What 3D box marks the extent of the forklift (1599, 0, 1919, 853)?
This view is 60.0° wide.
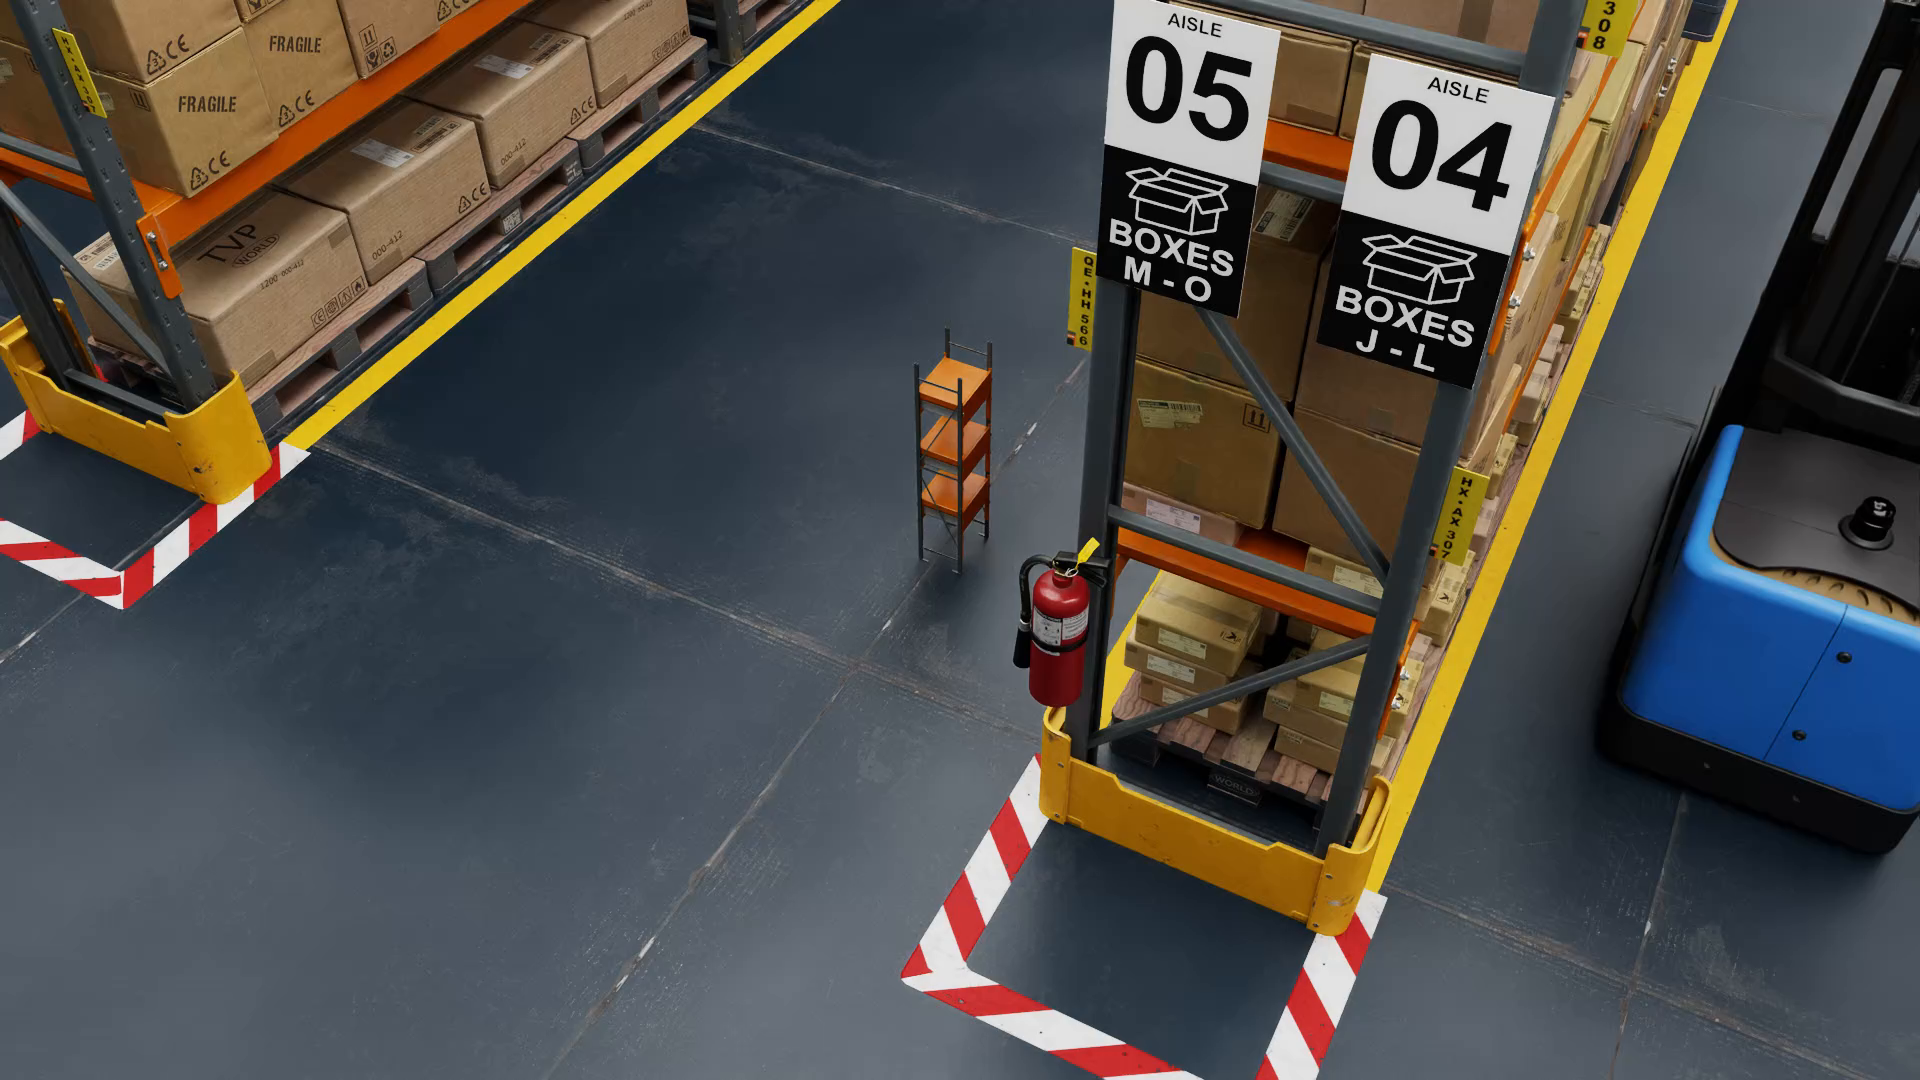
[{"bbox_3d":[3.526,-0.976,5.934,1.130,2.935,3.031,21,49,20],"label":"forklift"}]

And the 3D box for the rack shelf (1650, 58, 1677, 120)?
[{"bbox_3d":[3.612,-3.461,8.848,1.077,0.370,4.000,20,49,19],"label":"rack shelf"}]

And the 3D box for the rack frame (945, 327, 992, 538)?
[{"bbox_3d":[0.032,-0.412,6.699,0.200,1.050,0.008,20,49,19],"label":"rack frame"}]

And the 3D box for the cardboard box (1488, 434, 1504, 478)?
[{"bbox_3d":[1.521,-0.268,5.362,0.380,0.149,0.250,19,48,18],"label":"cardboard box"}]

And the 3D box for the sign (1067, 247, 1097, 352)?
[{"bbox_3d":[0.344,-0.648,4.525,0.100,0.325,0.005,20,49,19],"label":"sign"}]

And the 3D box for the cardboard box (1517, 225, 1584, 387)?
[{"bbox_3d":[1.744,-0.916,5.546,0.500,0.500,0.500,21,49,20],"label":"cardboard box"}]

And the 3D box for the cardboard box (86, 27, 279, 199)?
[{"bbox_3d":[-3.128,-1.748,6.578,0.500,0.500,0.500,20,49,19],"label":"cardboard box"}]

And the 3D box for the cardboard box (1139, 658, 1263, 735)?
[{"bbox_3d":[0.886,0.520,6.116,0.380,0.149,0.250,21,49,20],"label":"cardboard box"}]

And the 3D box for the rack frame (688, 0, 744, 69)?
[{"bbox_3d":[-1.748,-4.025,8.899,1.000,3.000,0.127,20,49,19],"label":"rack frame"}]

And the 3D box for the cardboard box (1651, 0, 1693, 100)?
[{"bbox_3d":[2.709,-2.196,6.812,0.500,0.500,0.500,21,49,19],"label":"cardboard box"}]

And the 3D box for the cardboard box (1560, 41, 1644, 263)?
[{"bbox_3d":[1.760,-1.261,5.185,0.500,0.500,0.500,19,48,18],"label":"cardboard box"}]

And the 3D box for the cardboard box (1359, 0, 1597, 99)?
[{"bbox_3d":[1.265,-1.309,3.859,0.500,0.250,0.500,21,49,20],"label":"cardboard box"}]

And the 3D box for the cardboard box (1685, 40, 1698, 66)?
[{"bbox_3d":[3.991,-3.078,9.425,0.500,0.500,0.500,18,48,17],"label":"cardboard box"}]

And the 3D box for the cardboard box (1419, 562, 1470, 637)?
[{"bbox_3d":[1.623,0.163,6.050,0.380,0.149,0.250,20,49,19],"label":"cardboard box"}]

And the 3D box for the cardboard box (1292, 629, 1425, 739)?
[{"bbox_3d":[1.371,0.493,5.724,0.380,0.149,0.250,18,48,17],"label":"cardboard box"}]

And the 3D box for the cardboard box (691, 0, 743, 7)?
[{"bbox_3d":[-1.531,-3.843,9.917,0.875,0.875,0.875,22,49,20],"label":"cardboard box"}]

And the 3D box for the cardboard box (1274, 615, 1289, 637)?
[{"bbox_3d":[1.115,0.186,6.446,0.380,0.149,0.250,20,49,19],"label":"cardboard box"}]

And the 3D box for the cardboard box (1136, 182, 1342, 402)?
[{"bbox_3d":[0.819,-0.796,4.725,0.500,0.500,0.500,20,49,18],"label":"cardboard box"}]

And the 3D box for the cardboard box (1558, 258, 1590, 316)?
[{"bbox_3d":[2.556,-1.166,7.364,0.380,0.149,0.250,20,49,19],"label":"cardboard box"}]

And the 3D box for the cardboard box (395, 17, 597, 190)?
[{"bbox_3d":[-2.549,-2.348,8.747,0.875,0.438,0.875,19,48,18],"label":"cardboard box"}]

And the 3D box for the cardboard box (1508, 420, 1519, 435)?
[{"bbox_3d":[2.142,-0.446,7.071,0.380,0.149,0.250,21,49,20],"label":"cardboard box"}]

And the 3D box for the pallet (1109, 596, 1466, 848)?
[{"bbox_3d":[1.270,0.498,6.389,1.003,0.211,1.213,20,49,19],"label":"pallet"}]

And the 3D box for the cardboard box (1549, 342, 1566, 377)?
[{"bbox_3d":[2.543,-0.916,7.536,0.380,0.149,0.250,19,48,18],"label":"cardboard box"}]

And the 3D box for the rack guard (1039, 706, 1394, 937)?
[{"bbox_3d":[0.862,0.897,5.792,1.175,0.500,0.348,20,49,19],"label":"rack guard"}]

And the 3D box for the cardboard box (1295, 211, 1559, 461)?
[{"bbox_3d":[1.270,-0.621,4.552,0.500,0.500,0.500,20,49,19],"label":"cardboard box"}]

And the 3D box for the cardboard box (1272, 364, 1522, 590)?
[{"bbox_3d":[1.280,-0.266,4.904,0.500,0.500,0.500,23,50,21],"label":"cardboard box"}]

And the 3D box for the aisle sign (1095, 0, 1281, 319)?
[{"bbox_3d":[0.527,-0.901,3.984,0.394,0.787,0.004,20,49,19],"label":"aisle sign"}]

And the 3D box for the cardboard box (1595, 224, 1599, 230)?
[{"bbox_3d":[2.749,-1.499,7.693,0.380,0.149,0.250,22,49,20],"label":"cardboard box"}]

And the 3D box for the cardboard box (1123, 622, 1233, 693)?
[{"bbox_3d":[0.819,0.389,6.037,0.380,0.149,0.250,19,48,18],"label":"cardboard box"}]

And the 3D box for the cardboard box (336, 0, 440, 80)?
[{"bbox_3d":[-2.665,-2.390,7.213,0.500,0.500,0.500,20,49,19],"label":"cardboard box"}]

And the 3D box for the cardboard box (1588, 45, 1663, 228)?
[{"bbox_3d":[2.235,-1.556,6.180,0.500,0.500,0.500,20,49,19],"label":"cardboard box"}]

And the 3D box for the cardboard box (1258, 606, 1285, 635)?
[{"bbox_3d":[1.015,0.155,6.059,0.380,0.149,0.250,21,49,20],"label":"cardboard box"}]

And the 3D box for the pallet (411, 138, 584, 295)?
[{"bbox_3d":[-2.735,-1.820,8.680,1.003,0.211,1.213,20,49,19],"label":"pallet"}]

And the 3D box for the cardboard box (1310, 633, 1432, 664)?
[{"bbox_3d":[1.474,0.416,6.009,0.380,0.149,0.250,20,49,19],"label":"cardboard box"}]

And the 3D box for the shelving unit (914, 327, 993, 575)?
[{"bbox_3d":[-0.025,-0.335,6.623,0.215,1.050,0.252,20,49,19],"label":"shelving unit"}]

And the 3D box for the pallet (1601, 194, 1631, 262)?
[{"bbox_3d":[3.044,-1.965,8.823,1.003,0.211,1.213,20,49,19],"label":"pallet"}]

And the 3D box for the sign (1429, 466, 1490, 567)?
[{"bbox_3d":[1.307,-0.060,4.371,0.100,0.325,0.005,20,49,19],"label":"sign"}]

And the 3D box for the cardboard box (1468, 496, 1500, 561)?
[{"bbox_3d":[1.954,-0.100,6.729,0.380,0.149,0.250,18,48,17],"label":"cardboard box"}]

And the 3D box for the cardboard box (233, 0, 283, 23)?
[{"bbox_3d":[-2.896,-2.428,6.547,0.500,0.500,0.500,19,48,18],"label":"cardboard box"}]

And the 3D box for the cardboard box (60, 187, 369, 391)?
[{"bbox_3d":[-3.387,-1.201,7.614,0.875,0.438,0.875,19,48,18],"label":"cardboard box"}]

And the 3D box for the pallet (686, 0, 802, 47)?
[{"bbox_3d":[-1.456,-3.556,10.396,1.003,0.211,1.213,20,49,19],"label":"pallet"}]

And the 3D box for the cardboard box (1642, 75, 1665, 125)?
[{"bbox_3d":[2.735,-1.910,6.986,0.380,0.149,0.250,19,48,18],"label":"cardboard box"}]

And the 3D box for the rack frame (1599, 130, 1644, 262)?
[{"bbox_3d":[2.683,-2.454,7.346,1.000,3.000,0.127,20,49,19],"label":"rack frame"}]

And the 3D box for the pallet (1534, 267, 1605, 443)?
[{"bbox_3d":[2.403,-1.039,7.909,1.003,0.211,1.213,20,49,19],"label":"pallet"}]

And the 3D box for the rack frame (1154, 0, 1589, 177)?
[{"bbox_3d":[0.827,-2.043,2.722,1.000,3.000,0.127,20,49,19],"label":"rack frame"}]

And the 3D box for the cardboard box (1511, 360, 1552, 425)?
[{"bbox_3d":[2.208,-0.653,6.857,0.380,0.149,0.250,19,48,18],"label":"cardboard box"}]

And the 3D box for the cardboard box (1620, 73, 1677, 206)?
[{"bbox_3d":[3.261,-2.101,8.460,0.500,0.500,0.500,22,49,21],"label":"cardboard box"}]

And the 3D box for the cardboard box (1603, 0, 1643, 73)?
[{"bbox_3d":[1.510,-1.465,4.365,0.500,0.250,0.500,22,49,20],"label":"cardboard box"}]

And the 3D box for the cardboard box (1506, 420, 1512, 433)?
[{"bbox_3d":[2.149,-0.597,7.011,0.380,0.149,0.250,18,48,17],"label":"cardboard box"}]

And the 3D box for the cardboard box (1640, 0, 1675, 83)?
[{"bbox_3d":[2.219,-1.915,5.831,0.500,0.500,0.500,22,49,20],"label":"cardboard box"}]

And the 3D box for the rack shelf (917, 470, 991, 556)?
[{"bbox_3d":[-0.025,-0.133,6.828,0.215,0.259,0.240,20,49,19],"label":"rack shelf"}]

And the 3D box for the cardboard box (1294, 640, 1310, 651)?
[{"bbox_3d":[1.402,0.504,6.132,0.380,0.149,0.250,20,49,19],"label":"cardboard box"}]

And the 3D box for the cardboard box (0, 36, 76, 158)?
[{"bbox_3d":[-3.615,-1.931,6.759,0.500,0.500,0.500,21,49,19],"label":"cardboard box"}]

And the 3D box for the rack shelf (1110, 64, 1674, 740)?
[{"bbox_3d":[1.755,-0.941,6.357,1.077,0.370,4.000,20,49,19],"label":"rack shelf"}]

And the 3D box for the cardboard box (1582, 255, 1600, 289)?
[{"bbox_3d":[2.704,-1.226,7.633,0.380,0.149,0.250,18,48,17],"label":"cardboard box"}]

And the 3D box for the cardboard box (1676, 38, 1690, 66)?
[{"bbox_3d":[3.505,-2.701,8.526,0.500,0.250,0.500,22,49,20],"label":"cardboard box"}]
